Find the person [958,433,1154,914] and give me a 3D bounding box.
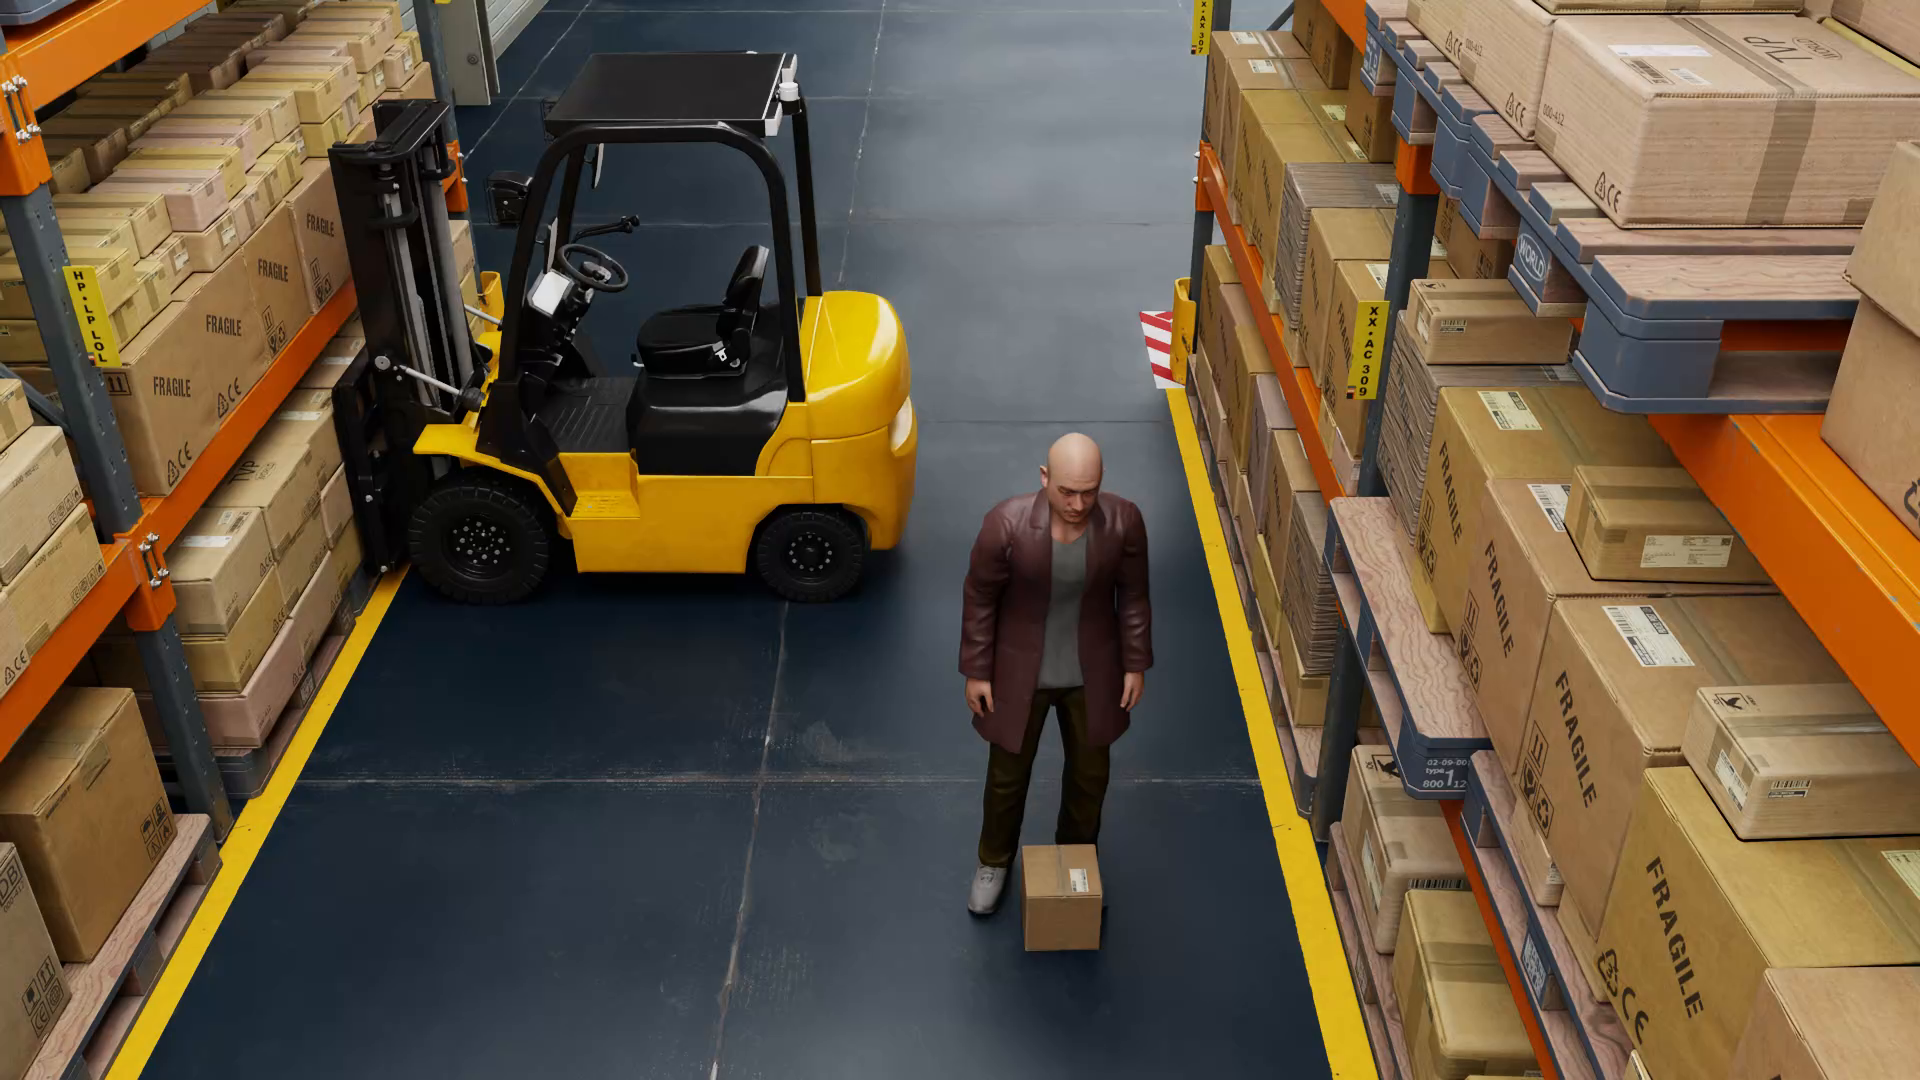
[{"bbox_3d":[0.315,0.433,5.433,0.644,1.772,0.433,-2,31,-4],"label":"person"}]
